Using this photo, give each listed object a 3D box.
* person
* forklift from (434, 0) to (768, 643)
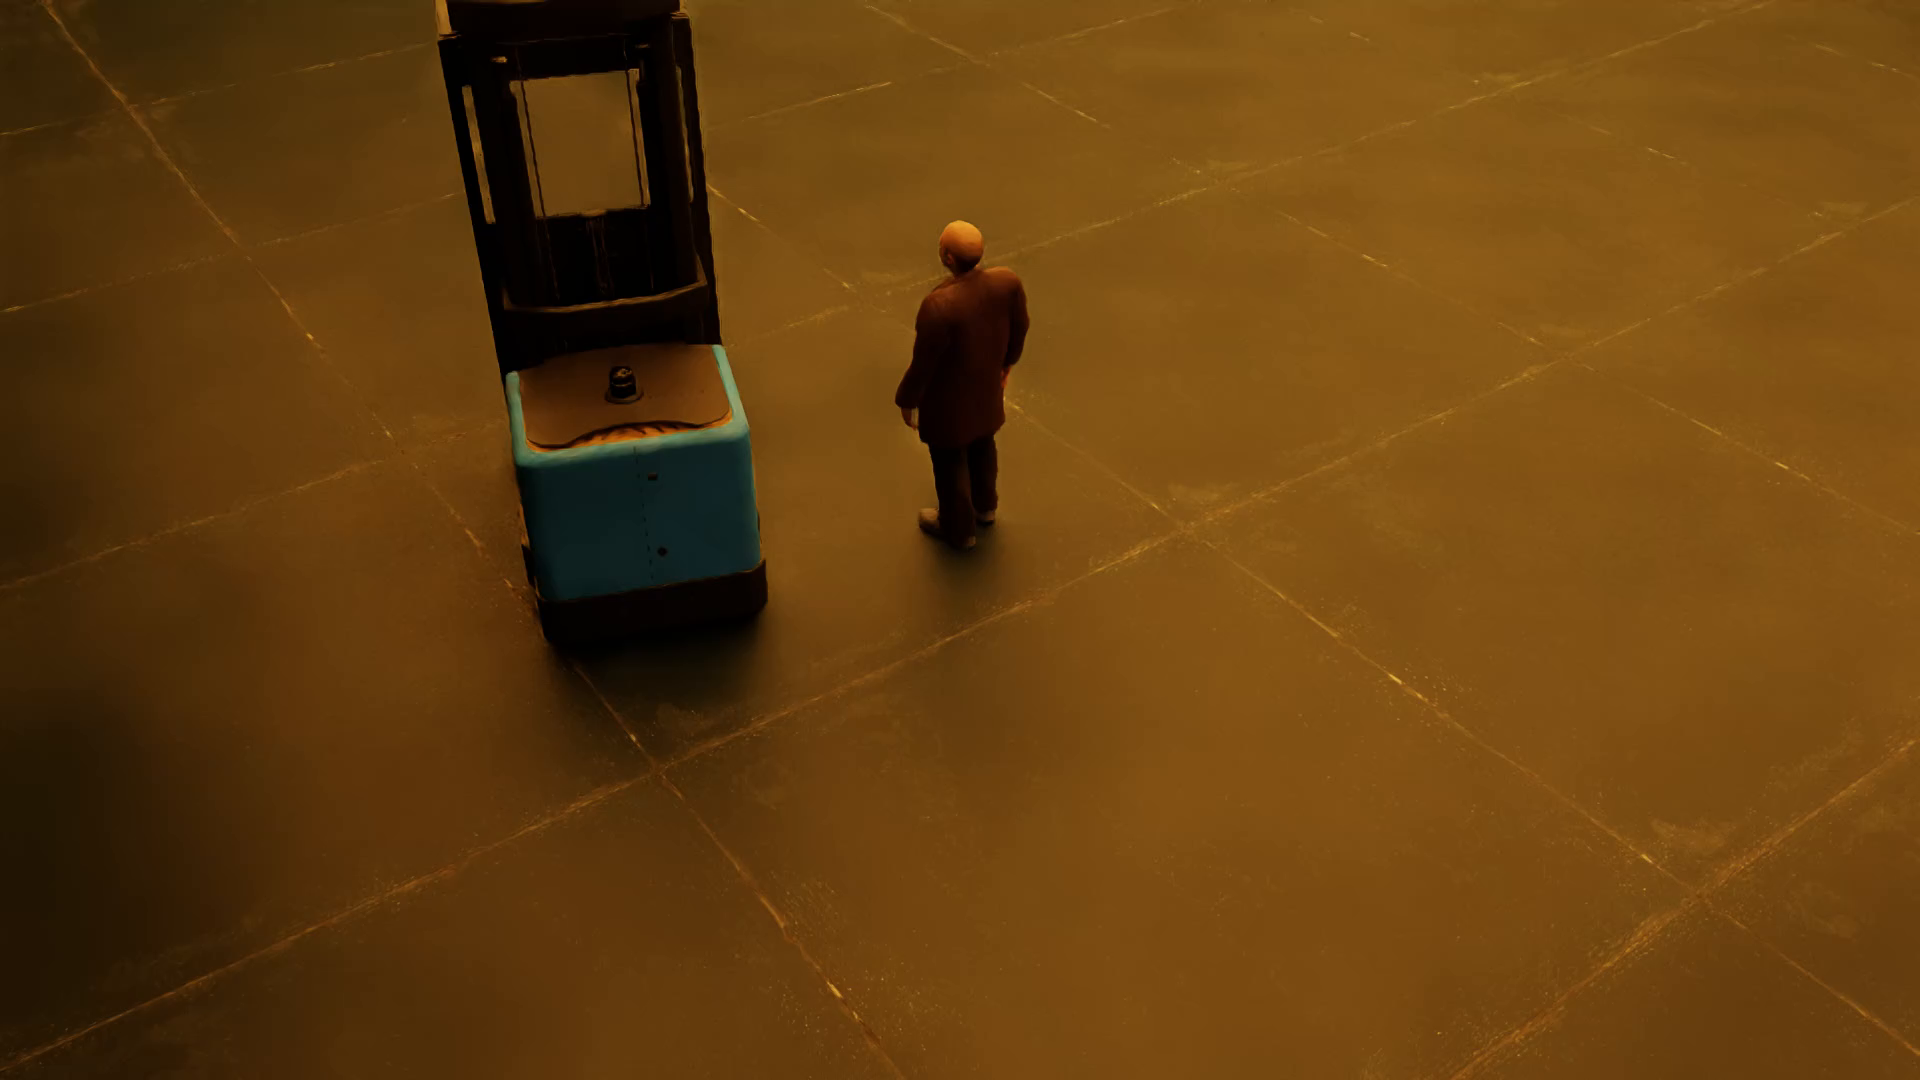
[{"bbox_3d":[-0.049,-0.766,7.939,0.694,1.776,0.580,-23,42,-28],"label":"person"},{"bbox_3d":[-1.799,-1.581,8.082,1.130,2.935,3.031,-9,37,-12],"label":"forklift"}]
